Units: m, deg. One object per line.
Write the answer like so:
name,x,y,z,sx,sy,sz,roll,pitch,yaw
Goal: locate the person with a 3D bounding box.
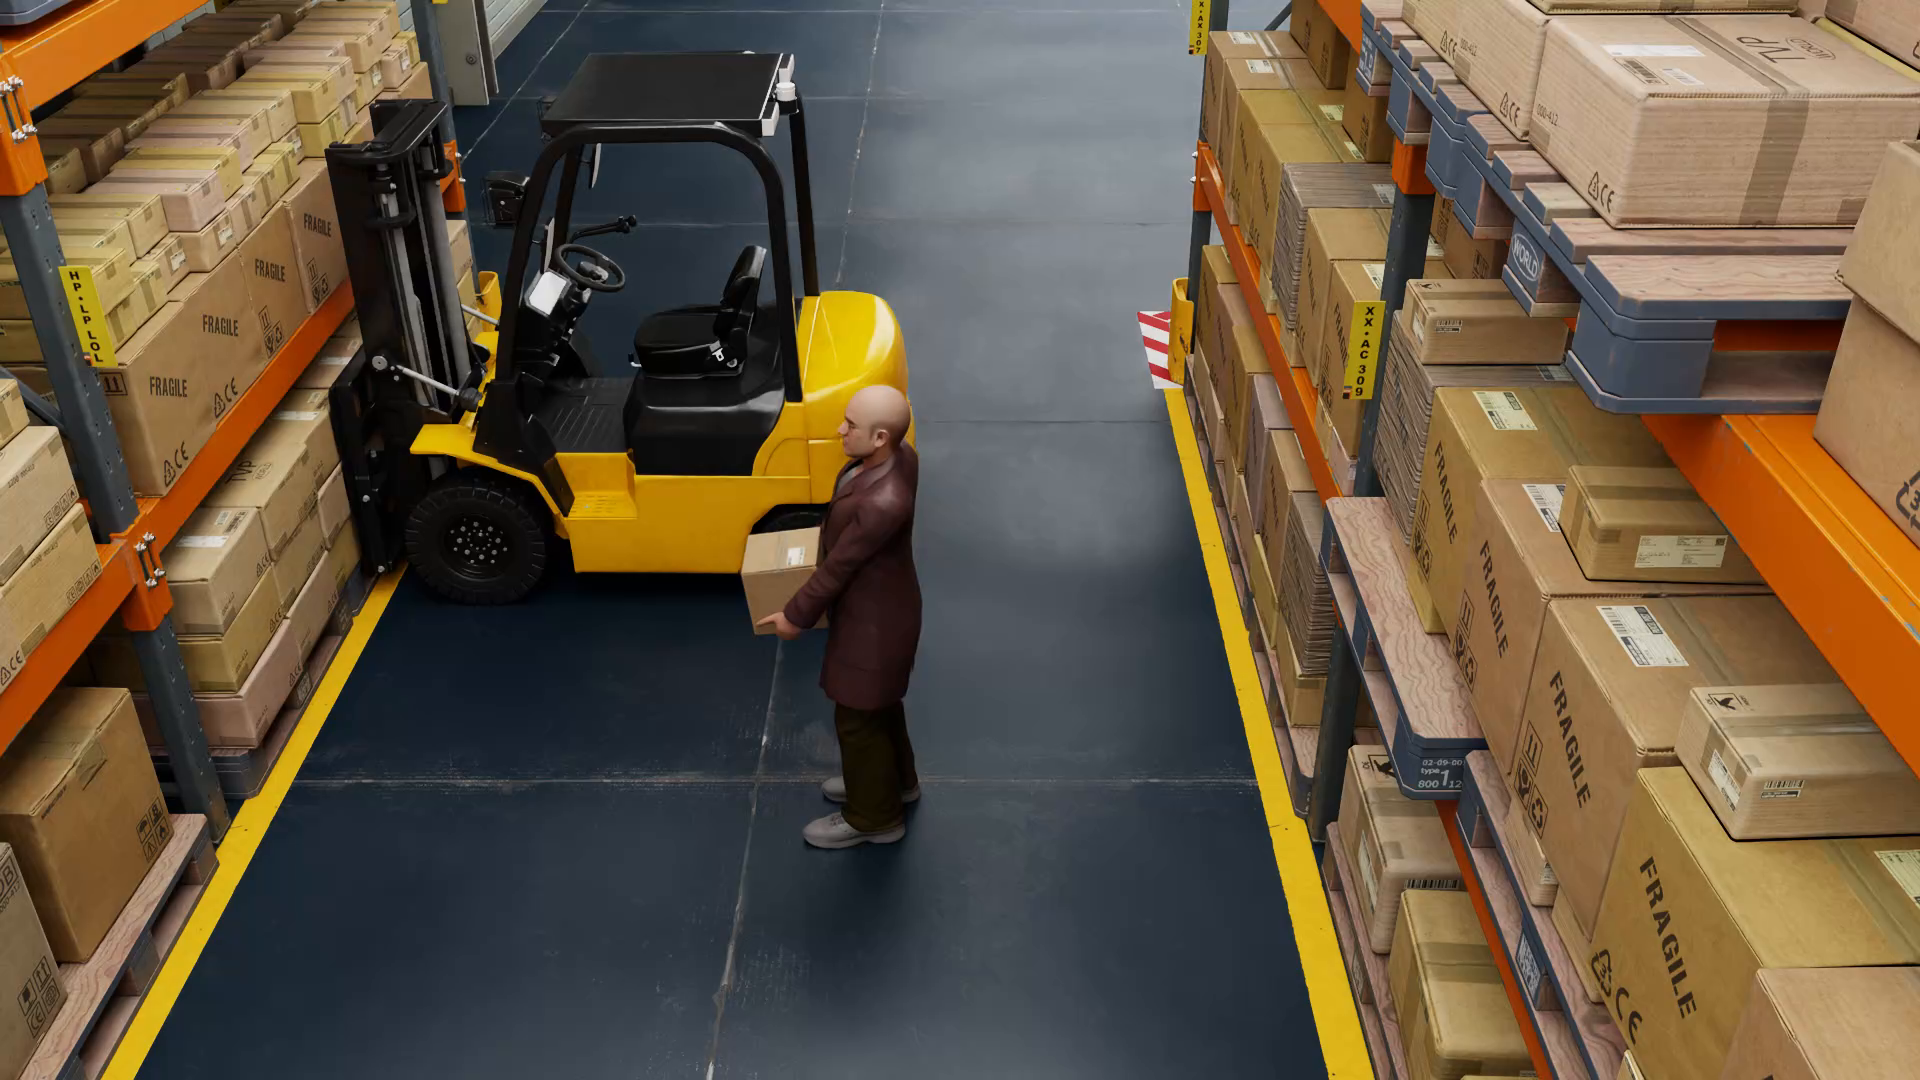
person,-0.405,0.276,5.695,0.553,1.779,0.524,0,31,-1
